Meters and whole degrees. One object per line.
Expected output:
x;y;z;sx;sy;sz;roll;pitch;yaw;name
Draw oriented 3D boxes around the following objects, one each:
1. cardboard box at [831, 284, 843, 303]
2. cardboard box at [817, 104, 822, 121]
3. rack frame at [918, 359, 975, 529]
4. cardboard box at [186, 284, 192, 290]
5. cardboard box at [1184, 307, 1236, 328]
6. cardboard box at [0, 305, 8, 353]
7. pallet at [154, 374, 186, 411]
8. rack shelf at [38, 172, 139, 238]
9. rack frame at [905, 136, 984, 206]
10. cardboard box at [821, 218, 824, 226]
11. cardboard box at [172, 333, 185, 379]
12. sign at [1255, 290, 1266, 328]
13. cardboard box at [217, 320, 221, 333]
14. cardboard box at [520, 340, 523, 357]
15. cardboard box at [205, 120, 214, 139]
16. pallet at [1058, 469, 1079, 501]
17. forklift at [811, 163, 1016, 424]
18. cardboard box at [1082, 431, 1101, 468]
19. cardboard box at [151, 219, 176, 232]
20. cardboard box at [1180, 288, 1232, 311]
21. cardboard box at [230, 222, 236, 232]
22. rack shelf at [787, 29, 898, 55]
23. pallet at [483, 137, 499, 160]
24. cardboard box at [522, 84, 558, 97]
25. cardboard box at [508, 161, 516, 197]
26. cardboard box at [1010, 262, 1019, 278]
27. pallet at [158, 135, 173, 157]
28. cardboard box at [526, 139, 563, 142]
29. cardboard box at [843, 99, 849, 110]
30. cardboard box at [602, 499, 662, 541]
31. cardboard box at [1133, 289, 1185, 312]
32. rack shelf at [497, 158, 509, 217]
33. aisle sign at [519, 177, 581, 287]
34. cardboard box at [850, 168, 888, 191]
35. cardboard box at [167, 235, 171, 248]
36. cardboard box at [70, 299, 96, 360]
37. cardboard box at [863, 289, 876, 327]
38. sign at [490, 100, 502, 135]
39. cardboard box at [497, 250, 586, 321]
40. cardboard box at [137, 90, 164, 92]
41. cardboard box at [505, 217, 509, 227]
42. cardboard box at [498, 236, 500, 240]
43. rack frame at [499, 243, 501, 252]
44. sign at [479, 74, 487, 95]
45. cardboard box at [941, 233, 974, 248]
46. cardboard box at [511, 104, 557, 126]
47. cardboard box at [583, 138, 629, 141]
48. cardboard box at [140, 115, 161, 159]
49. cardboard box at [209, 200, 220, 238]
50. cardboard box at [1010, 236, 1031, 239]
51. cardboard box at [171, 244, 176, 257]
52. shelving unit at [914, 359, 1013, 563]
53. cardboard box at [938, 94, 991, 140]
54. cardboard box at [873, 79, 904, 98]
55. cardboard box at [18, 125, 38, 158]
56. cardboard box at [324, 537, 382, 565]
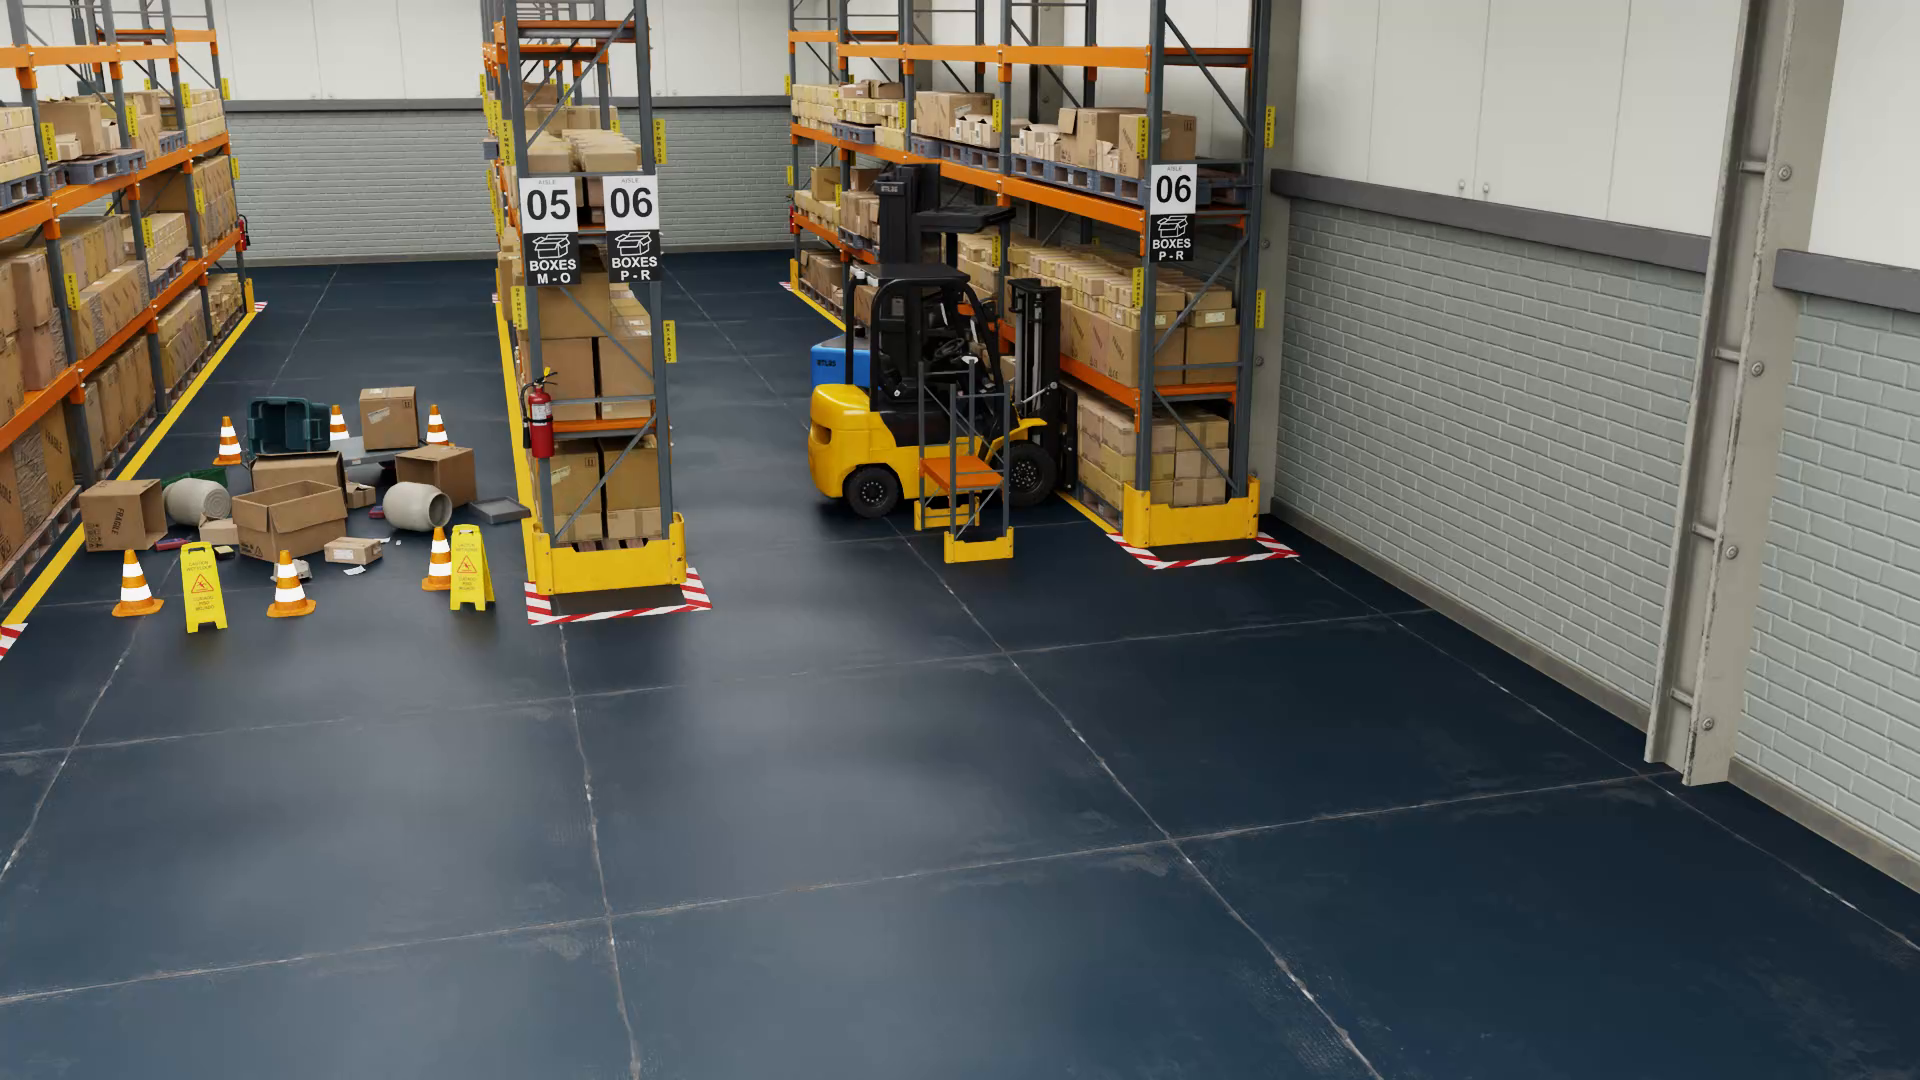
-1.827;-3.906;26.265;0.396;0.266;0.258;-4;17;-13;cardboard box
-1.949;-6.691;26.044;0.500;0.250;0.500;-4;17;-14;cardboard box
-0.116;-0.835;14.626;0.500;1.500;0.032;-5;17;-15;rack frame
-11.726;-3.742;24.885;0.380;0.149;0.250;-4;17;-13;cardboard box
2.161;-1.939;14.391;0.380;0.149;0.250;-5;17;-17;cardboard box
-7.826;-1.658;12.620;0.875;0.550;0.550;-5;17;-15;cardboard box
-9.910;-1.747;19.900;1.003;0.211;1.213;-5;17;-15;pallet
-9.147;-3.405;16.609;1.077;0.370;4.000;-5;17;-15;rack shelf
-0.194;-3.679;21.484;1.000;3.000;0.127;-5;17;-15;rack frame
-2.031;-5.161;26.857;0.380;0.149;0.250;-5;17;-15;cardboard box
-9.788;-2.224;20.258;0.500;0.500;0.500;-4;17;-15;cardboard box
2.540;-1.961;14.122;0.100;0.325;0.005;-5;17;-15;sign
-10.661;-3.008;23.477;0.380;0.149;0.250;-4;17;-14;cardboard box
-3.727;-1.948;15.034;0.500;0.500;0.500;-5;17;-16;cardboard box
-11.081;-5.914;23.974;0.500;0.250;0.500;-4;17;-13;cardboard box
1.423;-0.675;16.333;1.003;0.211;1.213;-5;17;-15;pallet
-0.019;-2.394;17.328;3.031;2.935;1.130;6;18;19;forklift
1.443;-0.839;15.211;0.500;0.250;0.500;-5;17;-16;cardboard box
-10.282;-4.024;21.307;0.380;0.149;0.250;-5;17;-15;cardboard box
2.118;-2.077;14.333;0.380;0.149;0.250;-5;17;-16;cardboard box
-11.534;-4.891;25.956;0.380;0.149;0.250;-5;17;-15;cardboard box
-1.843;-7.865;26.250;1.077;0.370;4.000;-5;17;-15;rack shelf
-5.193;-4.805;20.349;1.213;0.211;1.003;-4;17;-13;pallet
-6.024;-6.304;23.934;0.500;0.500;0.500;-4;17;-14;cardboard box
-3.451;-2.982;13.695;0.500;0.250;0.500;-4;17;-14;cardboard box
0.740;-2.822;17.331;0.380;0.149;0.250;-5;17;-16;cardboard box
-10.441;-4.853;20.507;1.213;0.211;1.003;-5;17;-15;pallet
-3.587;-3.340;14.195;0.380;0.149;0.250;-4;17;-14;cardboard box
-1.462;-6.234;23.793;0.380;0.149;0.250;-5;17;-16;cardboard box
-2.723;-0.202;13.959;0.500;0.250;0.500;-5;17;-16;cardboard box
1.704;-2.049;14.242;0.380;0.149;0.250;-5;17;-15;cardboard box
-4.416;-3.824;18.005;1.077;0.370;4.000;-5;17;-15;rack shelf
-3.029;-2.277;12.300;0.394;0.787;0.004;-5;17;-15;aisle sign
-1.447;-5.648;26.480;0.500;0.500;0.500;-5;17;-17;cardboard box
-10.131;-3.737;20.868;0.380;0.149;0.250;-5;17;-15;cardboard box
-8.484;-1.974;15.636;0.500;0.500;0.500;-4;17;-15;cardboard box
-1.088;-3.353;24.014;0.500;0.500;0.500;-5;17;-17;cardboard box
-4.399;-4.007;15.779;0.100;0.325;0.005;-5;17;-15;sign
-3.488;-2.139;13.930;0.700;0.500;0.500;-5;17;-16;cardboard box
-11.902;-6.546;24.515;0.380;0.149;0.250;-4;17;-14;cardboard box
-5.064;-3.534;19.582;0.500;0.500;0.500;-5;17;-17;cardboard box
-6.737;-4.827;25.135;0.500;0.500;0.500;-5;17;-16;cardboard box
-7.164;-5.498;27.541;1.000;3.000;0.127;-5;17;-15;rack frame
-7.699;-7.349;26.832;0.100;0.325;0.005;-5;17;-15;sign
-0.025;-3.570;19.820;0.380;0.149;0.250;-4;17;-14;cardboard box
-4.450;-4.415;17.383;0.500;0.250;0.500;-4;17;-14;cardboard box
-3.051;-3.385;14.344;0.380;0.149;0.250;-4;17;-15;cardboard box
-9.885;-4.805;19.846;0.500;0.500;0.500;-5;17;-15;cardboard box
-10.937;-4.598;23.854;0.500;0.500;0.500;-5;17;-16;cardboard box
0.641;-3.470;19.490;0.380;0.149;0.250;-5;17;-15;cardboard box
-10.208;-3.672;21.170;0.380;0.149;0.250;-5;18;-18;cardboard box
0.021;-0.697;14.166;0.587;1.500;1.083;-5;17;-15;shelving unit
0.051;-4.911;19.295;0.500;0.500;0.500;-4;17;-14;cardboard box
-1.039;-6.541;24.097;0.396;0.266;0.258;-5;17;-15;cardboard box
-8.216;-3.400;14.182;0.500;0.250;0.500;-5;17;-16;cardboard box
-5.069;0.090;13.893;0.380;0.149;0.250;4;17;13;cardboard box
